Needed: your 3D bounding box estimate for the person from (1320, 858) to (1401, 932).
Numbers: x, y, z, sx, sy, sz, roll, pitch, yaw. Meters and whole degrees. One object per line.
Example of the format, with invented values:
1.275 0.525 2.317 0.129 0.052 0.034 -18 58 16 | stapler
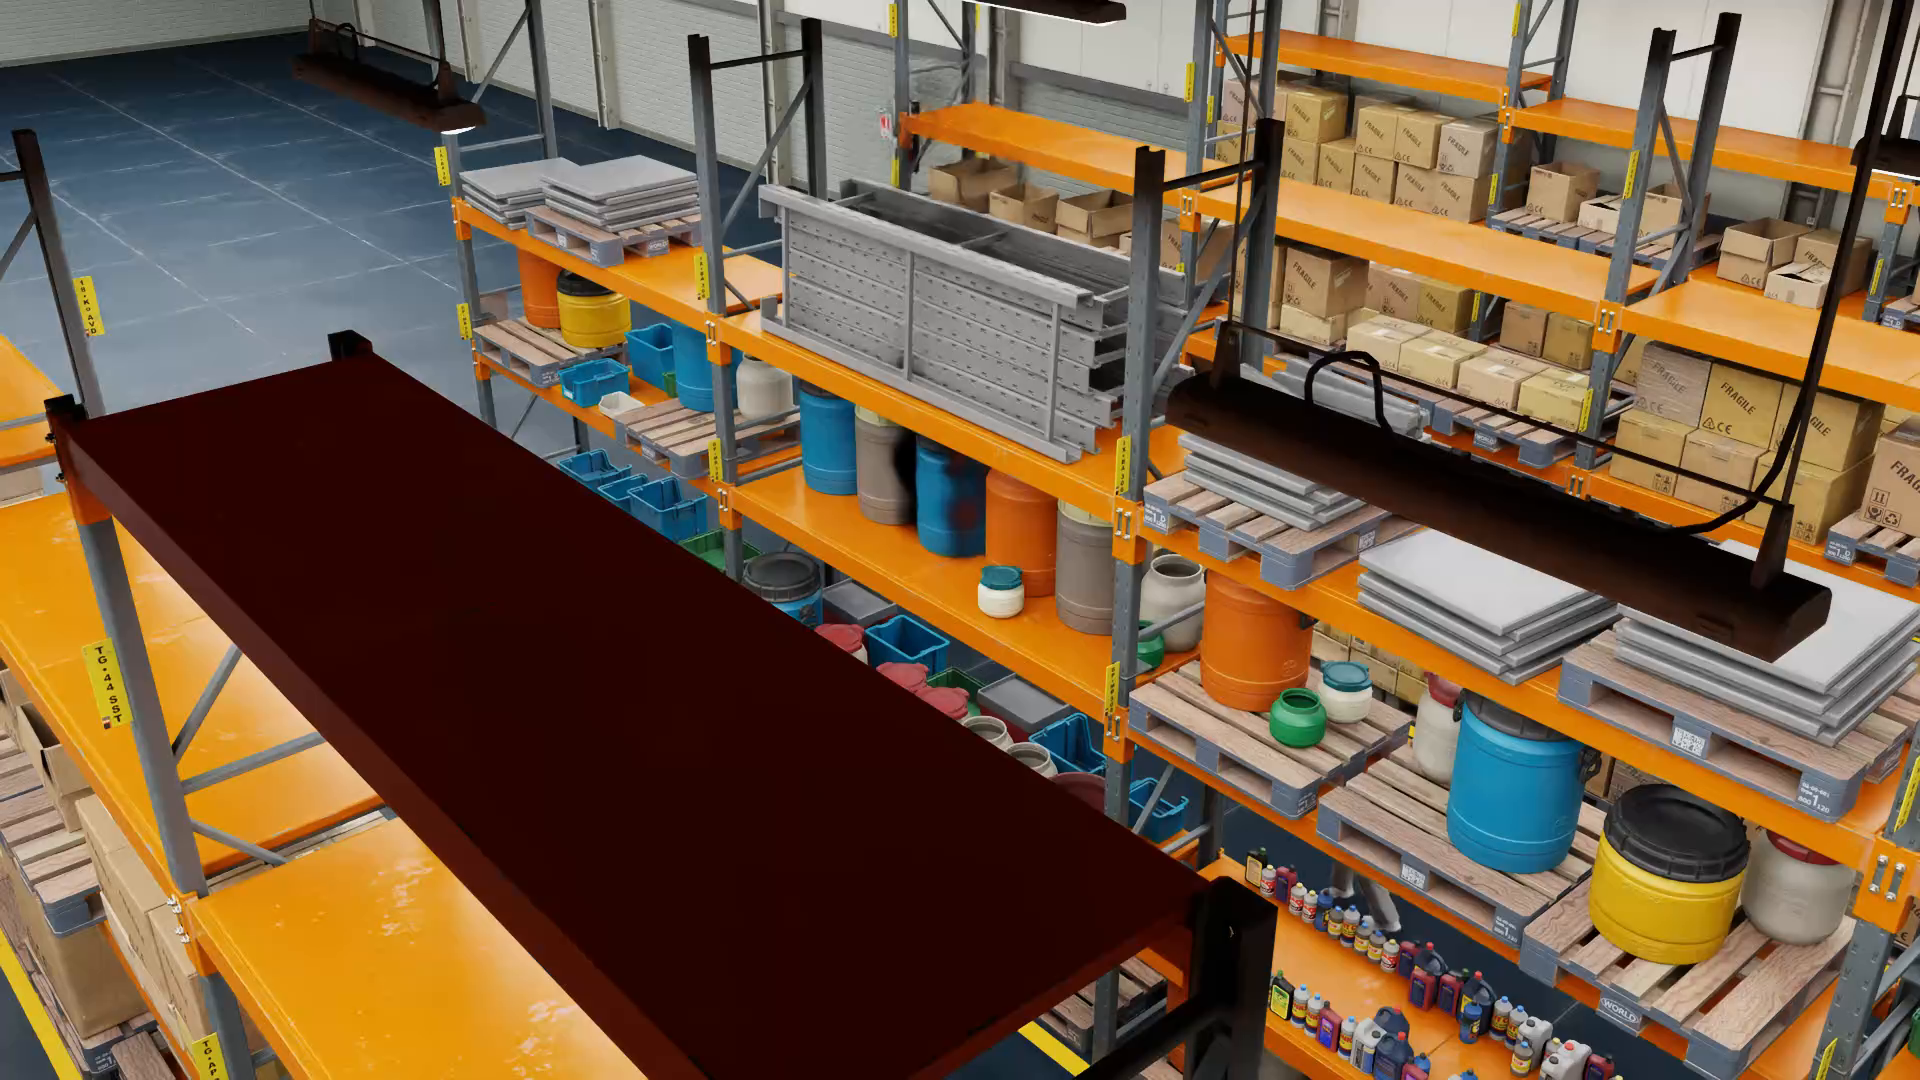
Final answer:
2.889 2.011 11.763 0.767 1.724 0.538 23 35 38 | person
